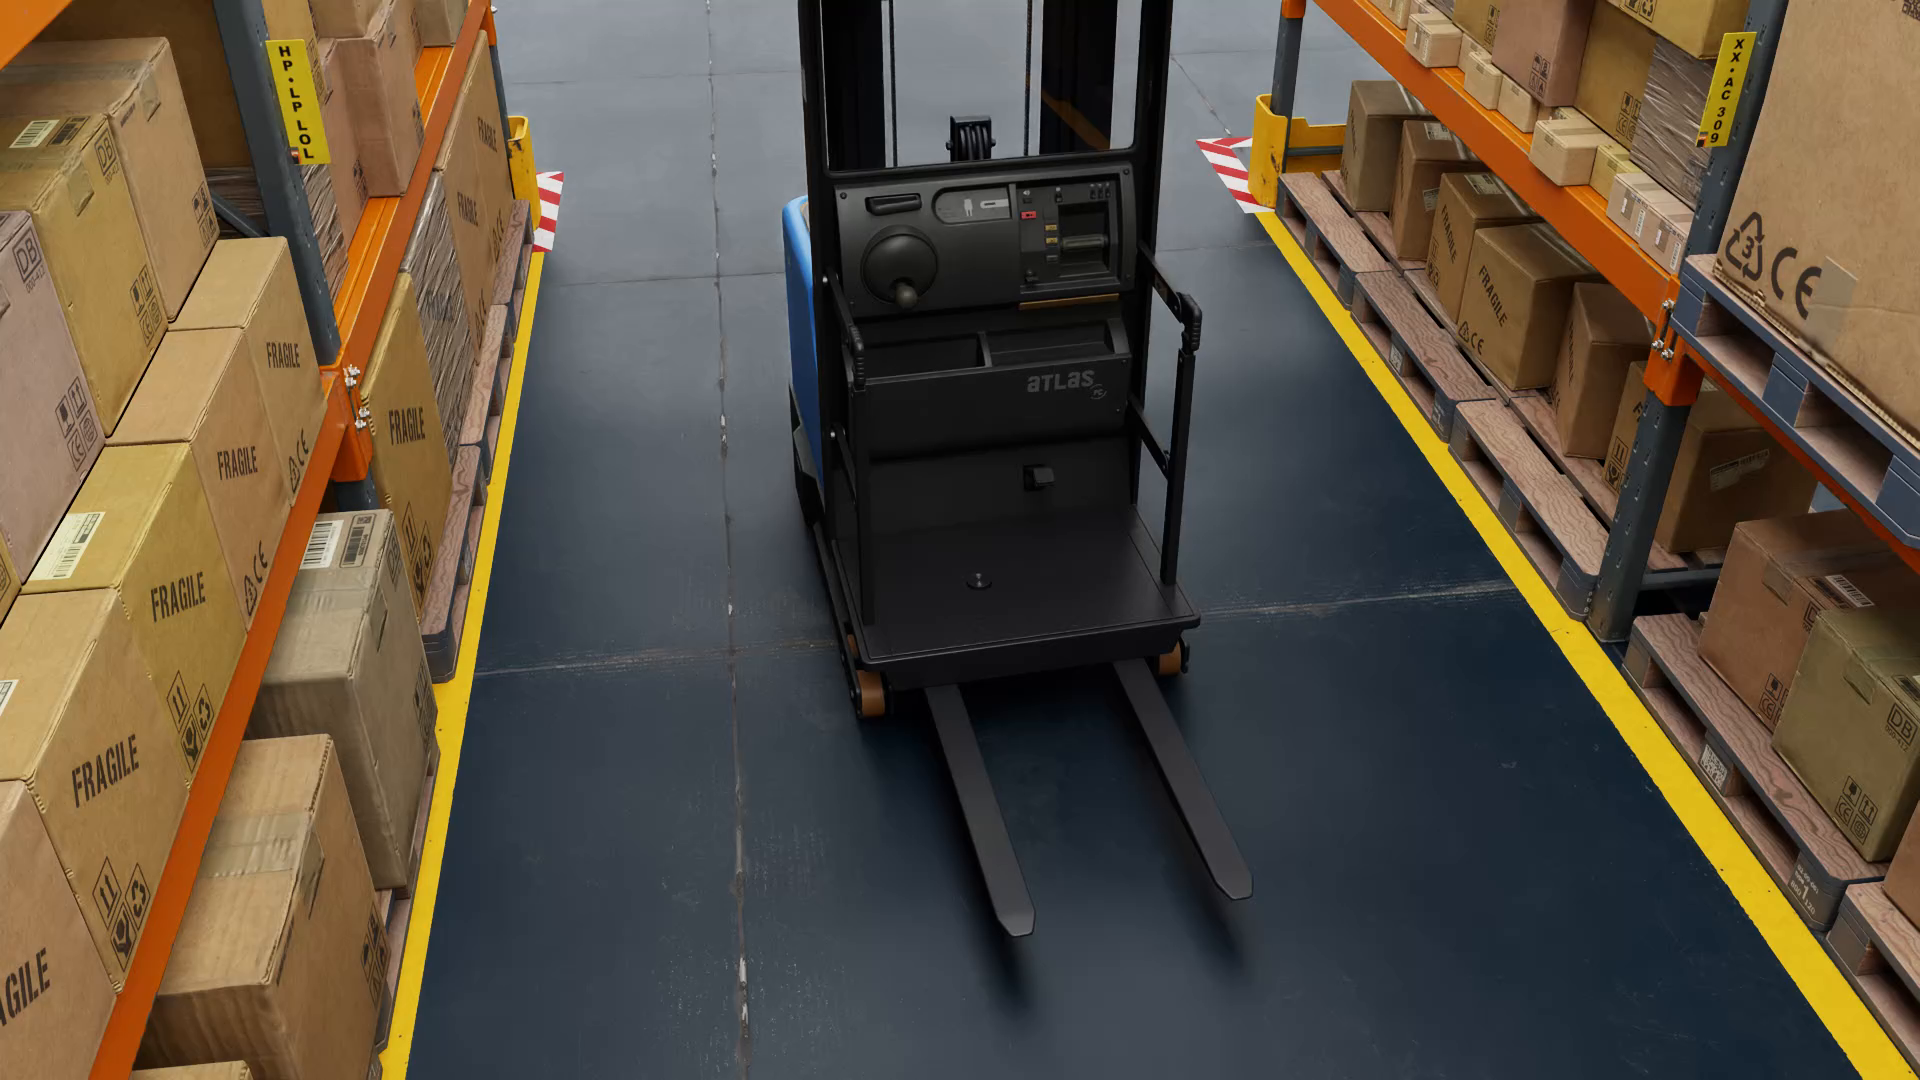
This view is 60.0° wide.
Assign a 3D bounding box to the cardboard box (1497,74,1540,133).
[{"bbox_3d":[2.250,-1.644,6.223,0.380,0.149,0.250,-4,35,-6],"label":"cardboard box"}]

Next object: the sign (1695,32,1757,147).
[{"bbox_3d":[2.153,-1.262,4.669,0.100,0.325,0.005,-4,35,-6],"label":"sign"}]

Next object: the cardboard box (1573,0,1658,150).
[{"bbox_3d":[2.658,-1.651,5.656,0.875,0.500,0.500,-4,35,-6],"label":"cardboard box"}]

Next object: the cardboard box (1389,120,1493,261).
[{"bbox_3d":[2.333,-1.641,7.842,0.500,0.500,0.500,4,35,6],"label":"cardboard box"}]

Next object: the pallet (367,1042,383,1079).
[{"bbox_3d":[-1.894,1.629,3.671,1.003,0.211,1.213,-4,35,-6],"label":"pallet"}]

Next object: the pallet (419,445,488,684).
[{"bbox_3d":[-2.264,0.092,5.927,1.003,0.211,1.213,-4,35,-6],"label":"pallet"}]

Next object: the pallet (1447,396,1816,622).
[{"bbox_3d":[2.564,-0.169,6.311,1.003,0.211,1.213,-4,35,-6],"label":"pallet"}]

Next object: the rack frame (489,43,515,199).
[{"bbox_3d":[-2.777,-2.862,7.786,1.000,3.000,0.127,-4,35,-6],"label":"rack frame"}]

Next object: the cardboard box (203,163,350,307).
[{"bbox_3d":[-2.301,-0.897,4.769,0.875,0.550,0.550,-4,35,-6],"label":"cardboard box"}]

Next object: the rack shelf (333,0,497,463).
[{"bbox_3d":[-2.508,-1.449,6.351,1.077,0.370,4.000,-4,35,-6],"label":"rack shelf"}]

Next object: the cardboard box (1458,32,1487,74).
[{"bbox_3d":[2.224,-1.927,6.637,0.380,0.149,0.250,-4,35,-6],"label":"cardboard box"}]

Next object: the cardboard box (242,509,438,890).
[{"bbox_3d":[-2.067,0.466,4.528,1.050,0.750,0.750,-5,35,-7],"label":"cardboard box"}]

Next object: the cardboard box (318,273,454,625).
[{"bbox_3d":[-2.255,-0.282,5.514,0.875,0.875,0.875,-4,34,-6],"label":"cardboard box"}]

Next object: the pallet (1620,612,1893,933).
[{"bbox_3d":[2.795,0.637,5.127,1.003,0.211,1.213,-4,35,-6],"label":"pallet"}]

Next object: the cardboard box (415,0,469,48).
[{"bbox_3d":[-2.587,-2.415,6.997,0.875,0.550,0.550,-4,35,-6],"label":"cardboard box"}]

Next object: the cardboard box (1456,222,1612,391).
[{"bbox_3d":[2.429,-0.976,6.865,0.500,0.500,0.500,-7,35,-11],"label":"cardboard box"}]

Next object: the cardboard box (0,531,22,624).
[{"bbox_3d":[-1.961,0.043,2.547,0.700,0.500,0.500,-5,35,-7],"label":"cardboard box"}]

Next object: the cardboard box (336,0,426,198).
[{"bbox_3d":[-2.353,-1.512,5.672,0.875,0.550,0.550,-4,35,-6],"label":"cardboard box"}]

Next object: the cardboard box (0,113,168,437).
[{"bbox_3d":[-2.096,-0.521,3.374,0.700,0.500,0.500,-5,35,-7],"label":"cardboard box"}]

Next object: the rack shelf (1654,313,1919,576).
[{"bbox_3d":[2.958,0.464,3.544,1.077,0.370,4.000,-4,35,-6],"label":"rack shelf"}]

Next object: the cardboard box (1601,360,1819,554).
[{"bbox_3d":[2.675,-0.316,5.897,0.500,0.500,0.500,-5,35,-8],"label":"cardboard box"}]

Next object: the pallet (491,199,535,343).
[{"bbox_3d":[-2.592,-1.269,7.925,1.003,0.211,1.213,-4,35,-6],"label":"pallet"}]

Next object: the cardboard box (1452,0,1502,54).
[{"bbox_3d":[2.464,-2.204,6.468,0.875,0.500,0.500,-4,35,-6],"label":"cardboard box"}]

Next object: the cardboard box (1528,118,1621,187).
[{"bbox_3d":[2.227,-1.358,5.803,0.380,0.149,0.250,-4,35,-6],"label":"cardboard box"}]

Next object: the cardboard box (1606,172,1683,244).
[{"bbox_3d":[2.345,-1.083,5.399,0.380,0.149,0.250,-4,35,-6],"label":"cardboard box"}]

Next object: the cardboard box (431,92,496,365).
[{"bbox_3d":[-2.500,-1.293,6.998,0.875,0.875,0.875,-5,35,-7],"label":"cardboard box"}]

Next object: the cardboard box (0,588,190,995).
[{"bbox_3d":[-1.698,0.447,2.842,0.500,0.500,0.500,-5,35,-7],"label":"cardboard box"}]

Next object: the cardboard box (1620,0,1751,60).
[{"bbox_3d":[2.356,-1.757,4.924,0.500,0.500,0.500,-4,35,-6],"label":"cardboard box"}]

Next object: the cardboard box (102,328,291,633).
[{"bbox_3d":[-1.836,-0.118,3.671,0.500,0.500,0.500,-5,35,-7],"label":"cardboard box"}]

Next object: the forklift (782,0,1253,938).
[{"bbox_3d":[0.135,-0.865,4.917,1.130,2.935,3.031,-7,35,-10],"label":"forklift"}]

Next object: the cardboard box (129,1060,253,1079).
[{"bbox_3d":[-1.815,1.524,2.975,1.050,0.750,0.750,-4,34,-6],"label":"cardboard box"}]

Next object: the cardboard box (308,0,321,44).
[{"bbox_3d":[-2.444,-1.645,4.908,0.875,0.550,0.550,-4,35,-6],"label":"cardboard box"}]

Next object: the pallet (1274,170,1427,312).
[{"bbox_3d":[2.236,-1.531,8.309,1.003,0.211,1.213,-4,35,-6],"label":"pallet"}]

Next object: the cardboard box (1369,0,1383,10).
[{"bbox_3d":[2.041,-2.481,7.450,0.380,0.149,0.250,-4,35,-6],"label":"cardboard box"}]

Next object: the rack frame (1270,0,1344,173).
[{"bbox_3d":[2.151,-3.181,8.255,1.000,3.000,0.127,-4,35,-6],"label":"rack frame"}]

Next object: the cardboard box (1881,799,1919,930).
[{"bbox_3d":[2.872,0.826,4.203,0.700,0.500,0.500,-7,35,-10],"label":"cardboard box"}]

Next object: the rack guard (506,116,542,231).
[{"bbox_3d":[-2.781,-1.843,8.510,1.175,0.500,0.348,-4,35,-6],"label":"rack guard"}]

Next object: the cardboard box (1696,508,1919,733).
[{"bbox_3d":[2.750,0.246,5.054,0.700,0.500,0.500,-7,35,-10],"label":"cardboard box"}]

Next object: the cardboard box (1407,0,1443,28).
[{"bbox_3d":[2.128,-2.203,7.043,0.380,0.149,0.250,-4,35,-6],"label":"cardboard box"}]
